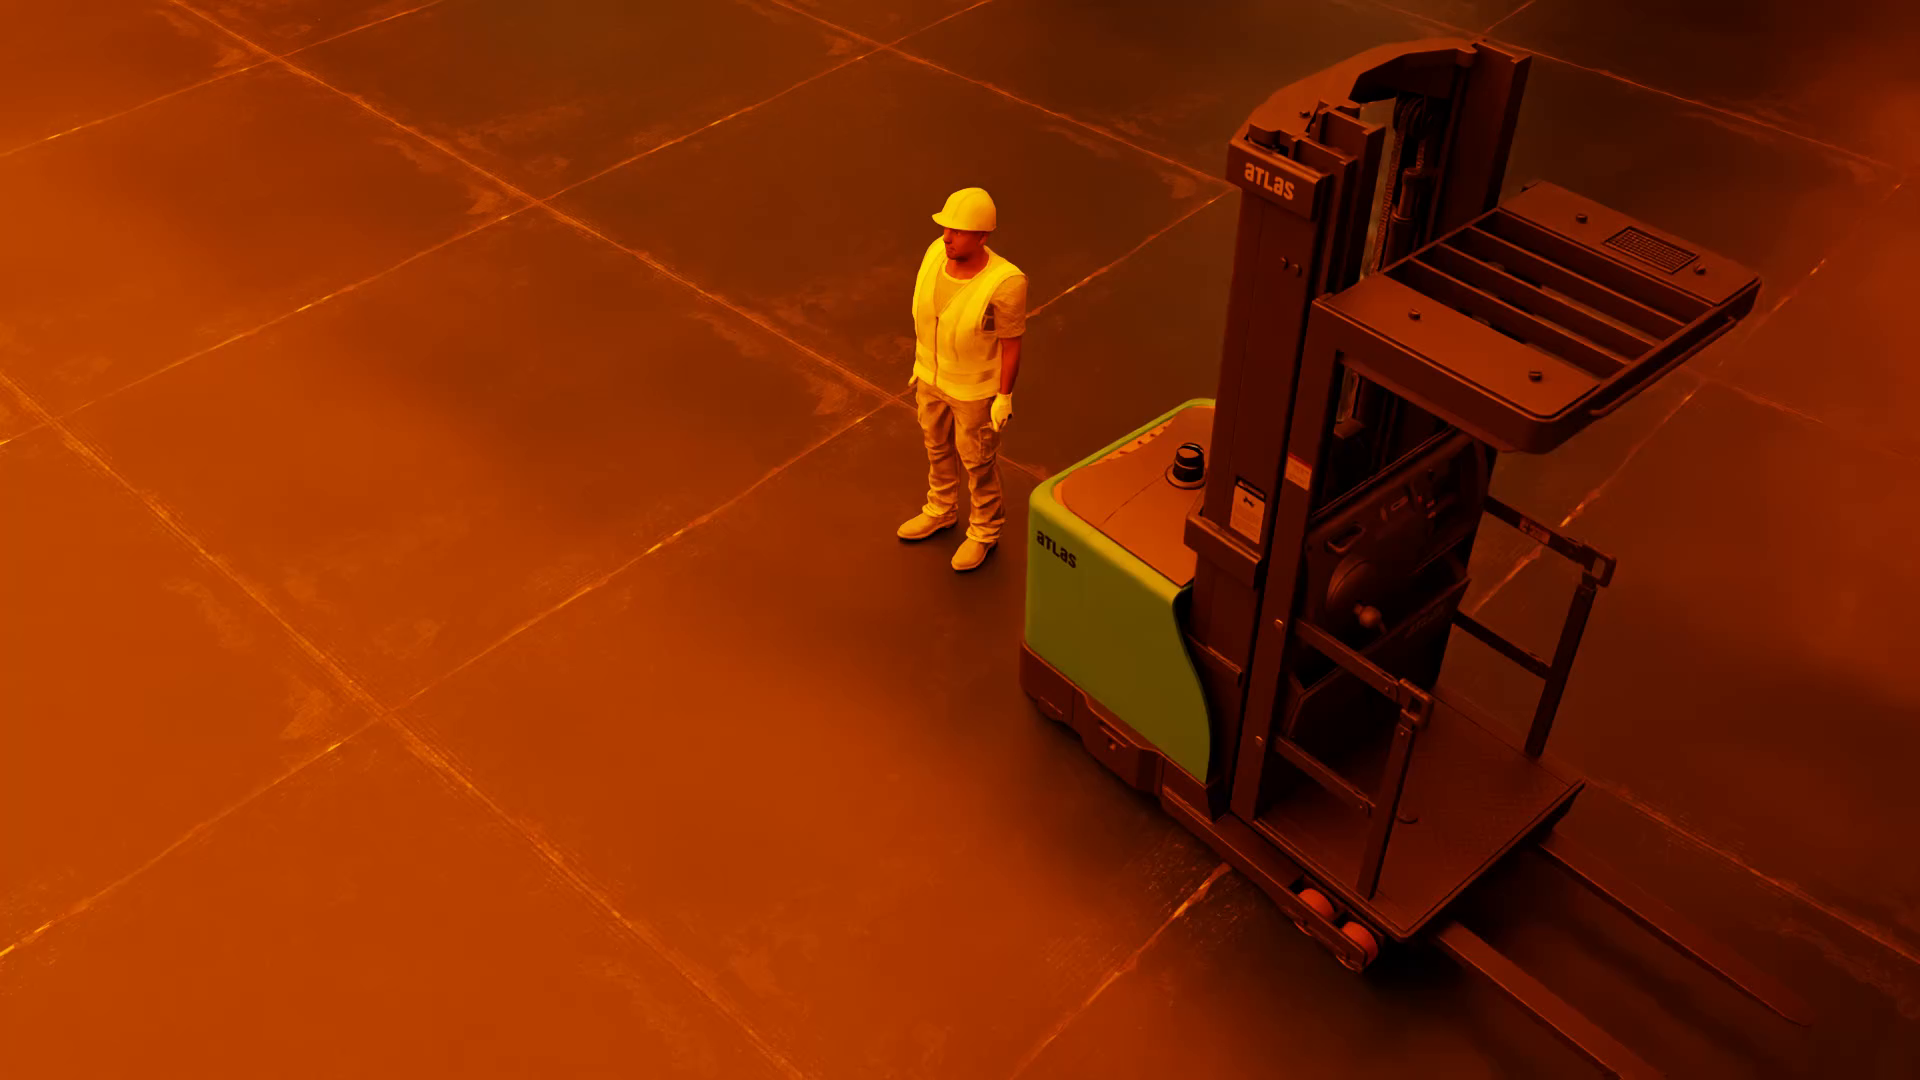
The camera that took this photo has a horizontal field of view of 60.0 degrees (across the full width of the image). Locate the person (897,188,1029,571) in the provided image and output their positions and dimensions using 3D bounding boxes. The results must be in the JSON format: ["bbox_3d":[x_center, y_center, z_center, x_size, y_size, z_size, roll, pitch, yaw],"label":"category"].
[{"bbox_3d":[0.000,-0.675,7.096,0.542,1.789,0.387,31,49,31],"label":"person"}]

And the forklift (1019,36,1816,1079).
[{"bbox_3d":[1.590,0.034,5.389,1.130,2.935,3.031,-29,49,-30],"label":"forklift"}]
